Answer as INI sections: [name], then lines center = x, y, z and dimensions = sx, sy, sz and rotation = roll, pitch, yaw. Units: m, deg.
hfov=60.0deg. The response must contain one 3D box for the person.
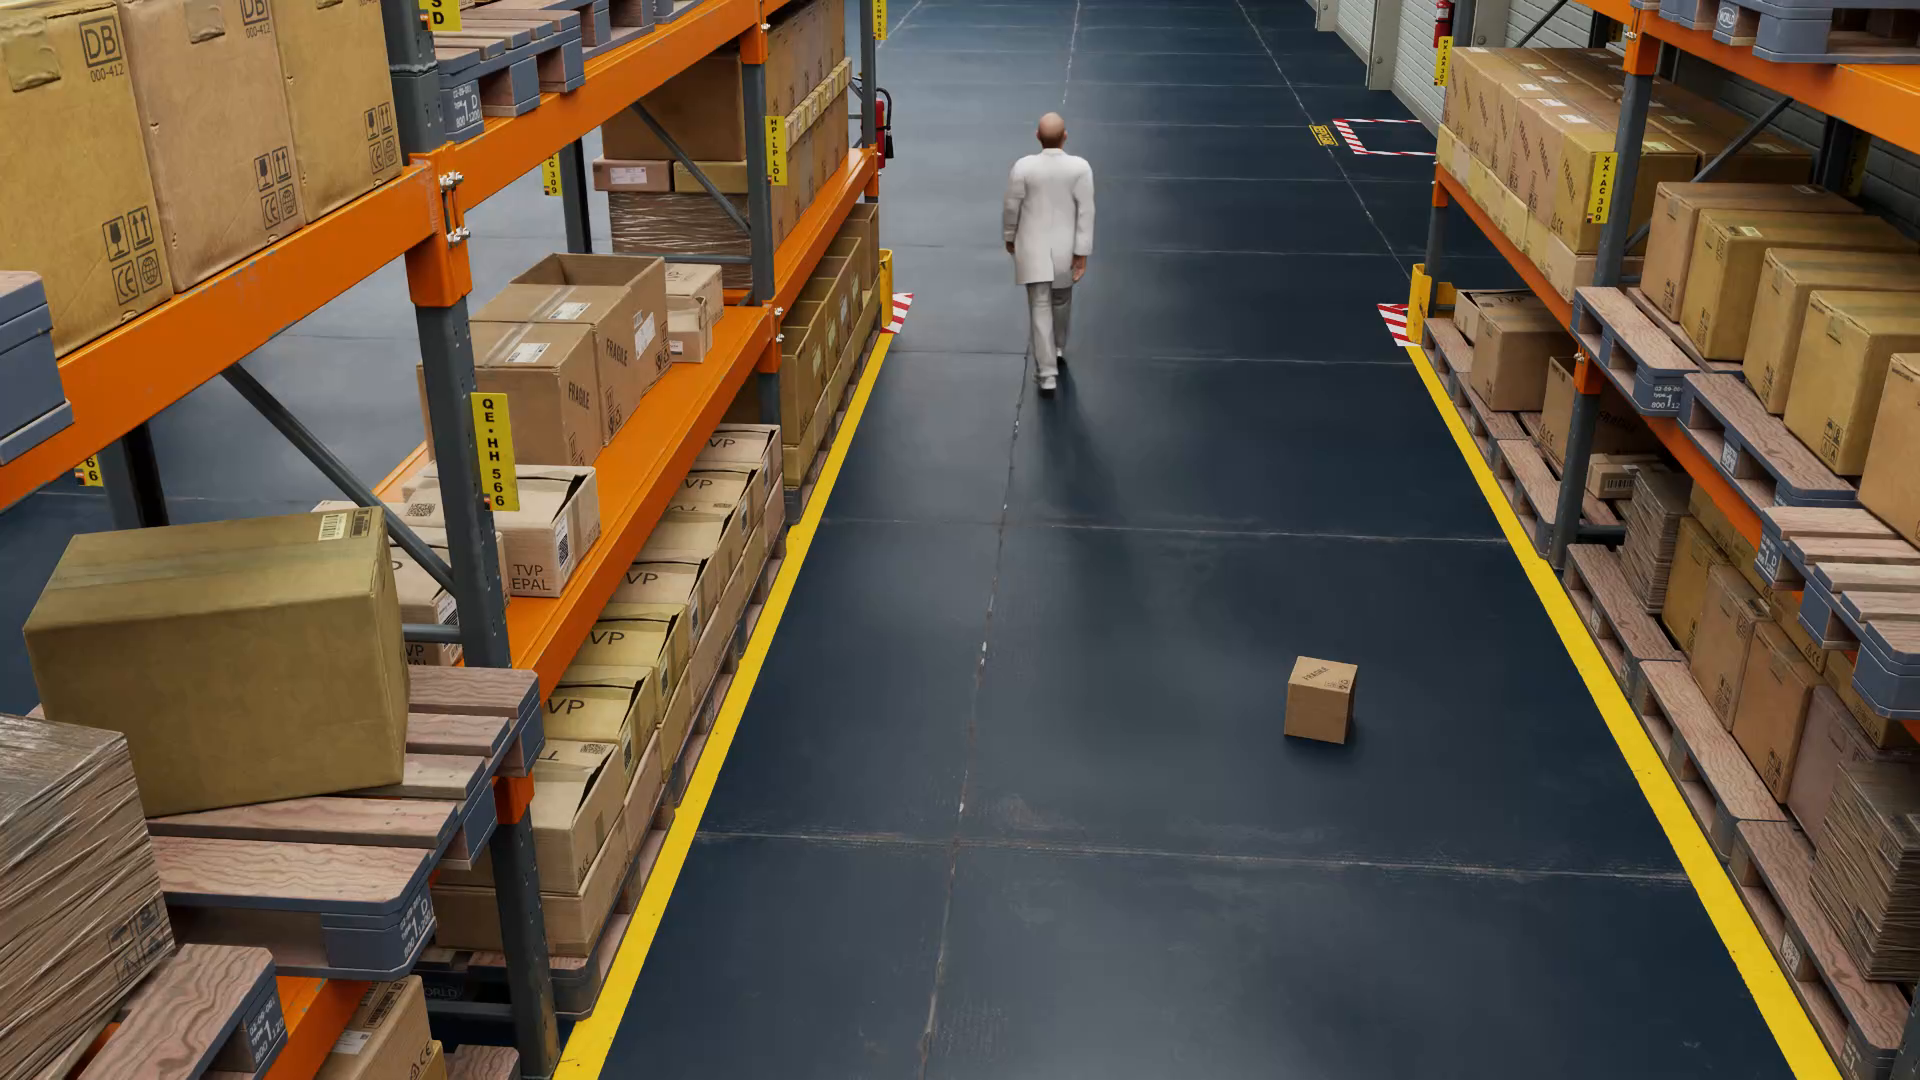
[person]
center = 0.565, -1.953, 10.931
dimensions = 0.561, 1.727, 1.066
rotation = -2, 24, -5
